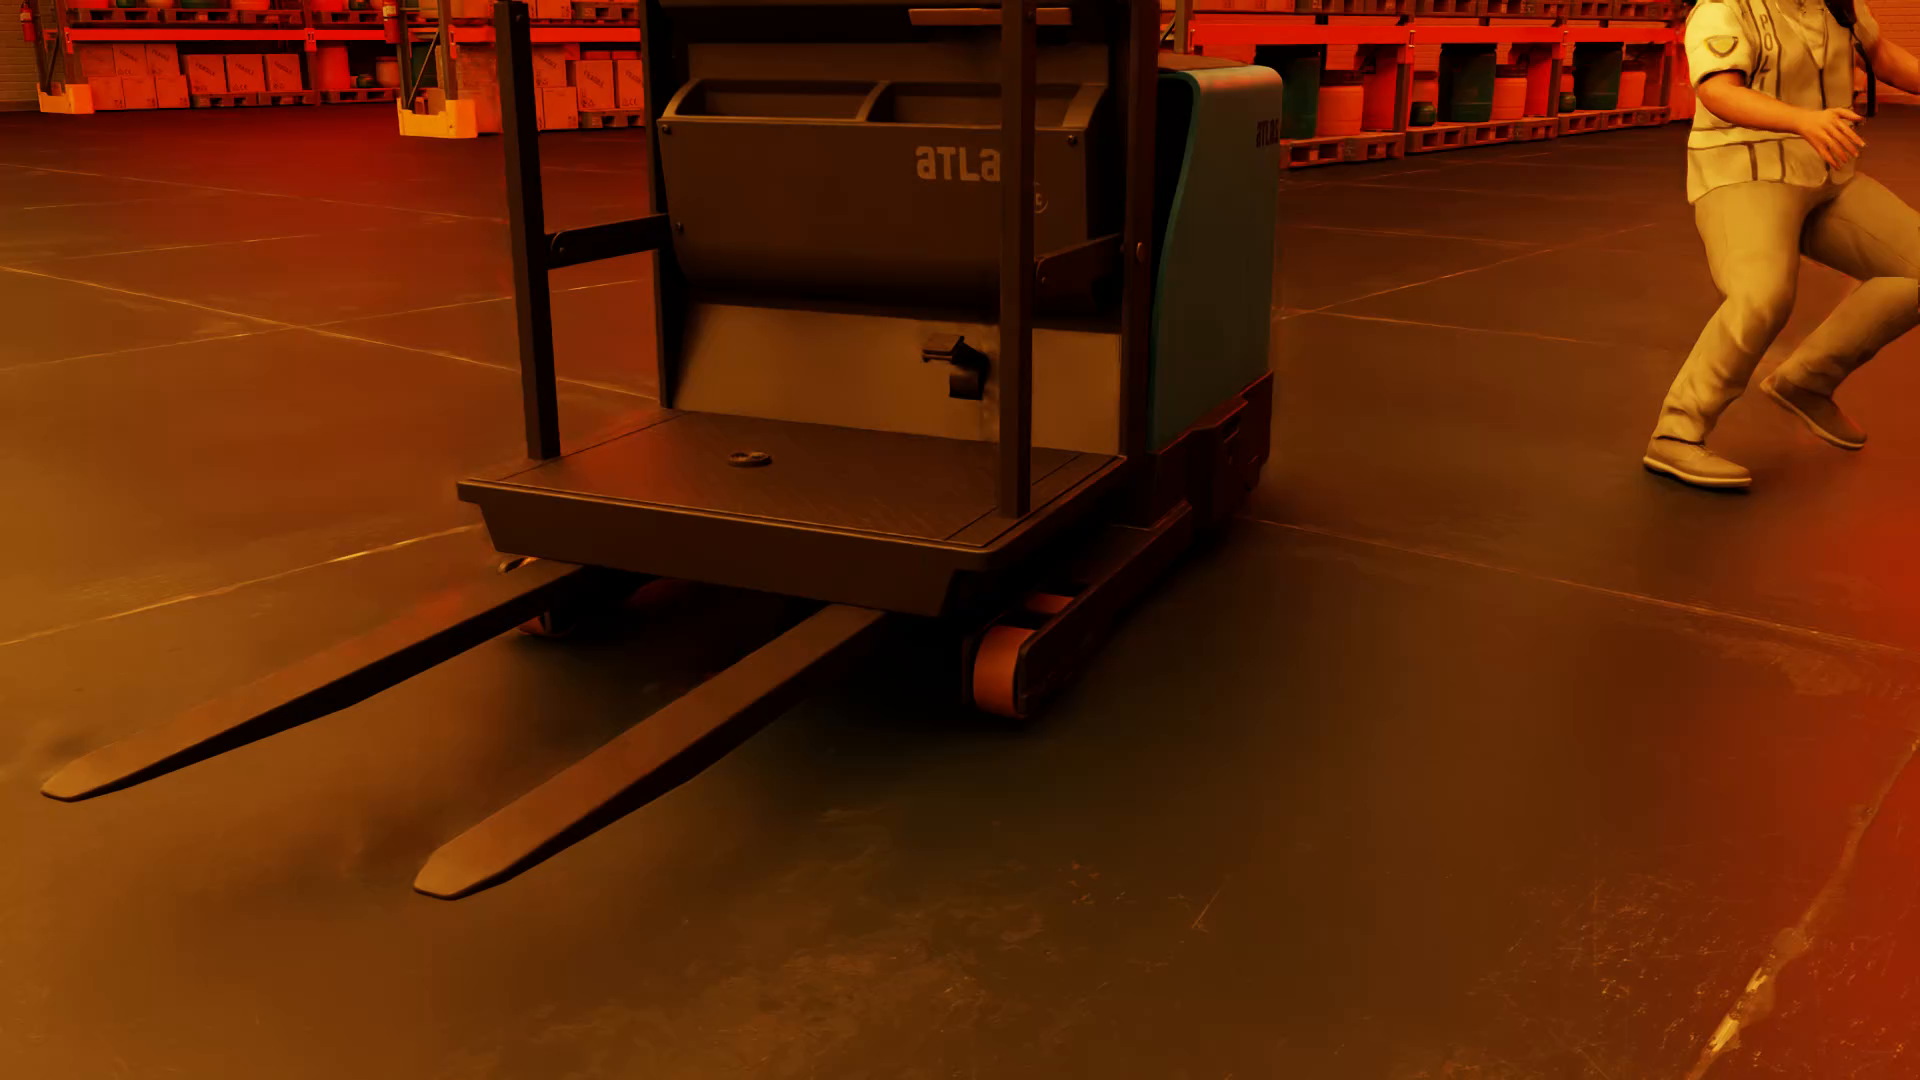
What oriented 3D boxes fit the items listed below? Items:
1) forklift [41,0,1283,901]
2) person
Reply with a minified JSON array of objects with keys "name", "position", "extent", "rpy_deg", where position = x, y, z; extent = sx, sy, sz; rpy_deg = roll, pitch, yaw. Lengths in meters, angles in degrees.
[{"name":"forklift","position":[-0.250,-1.230,2.949],"extent":[1.130,2.935,3.031],"rpy_deg":[7,18,23]},{"name":"person","position":[2.300,-0.977,4.449],"extent":[0.907,1.567,0.768],"rpy_deg":[-7,18,-21]}]
